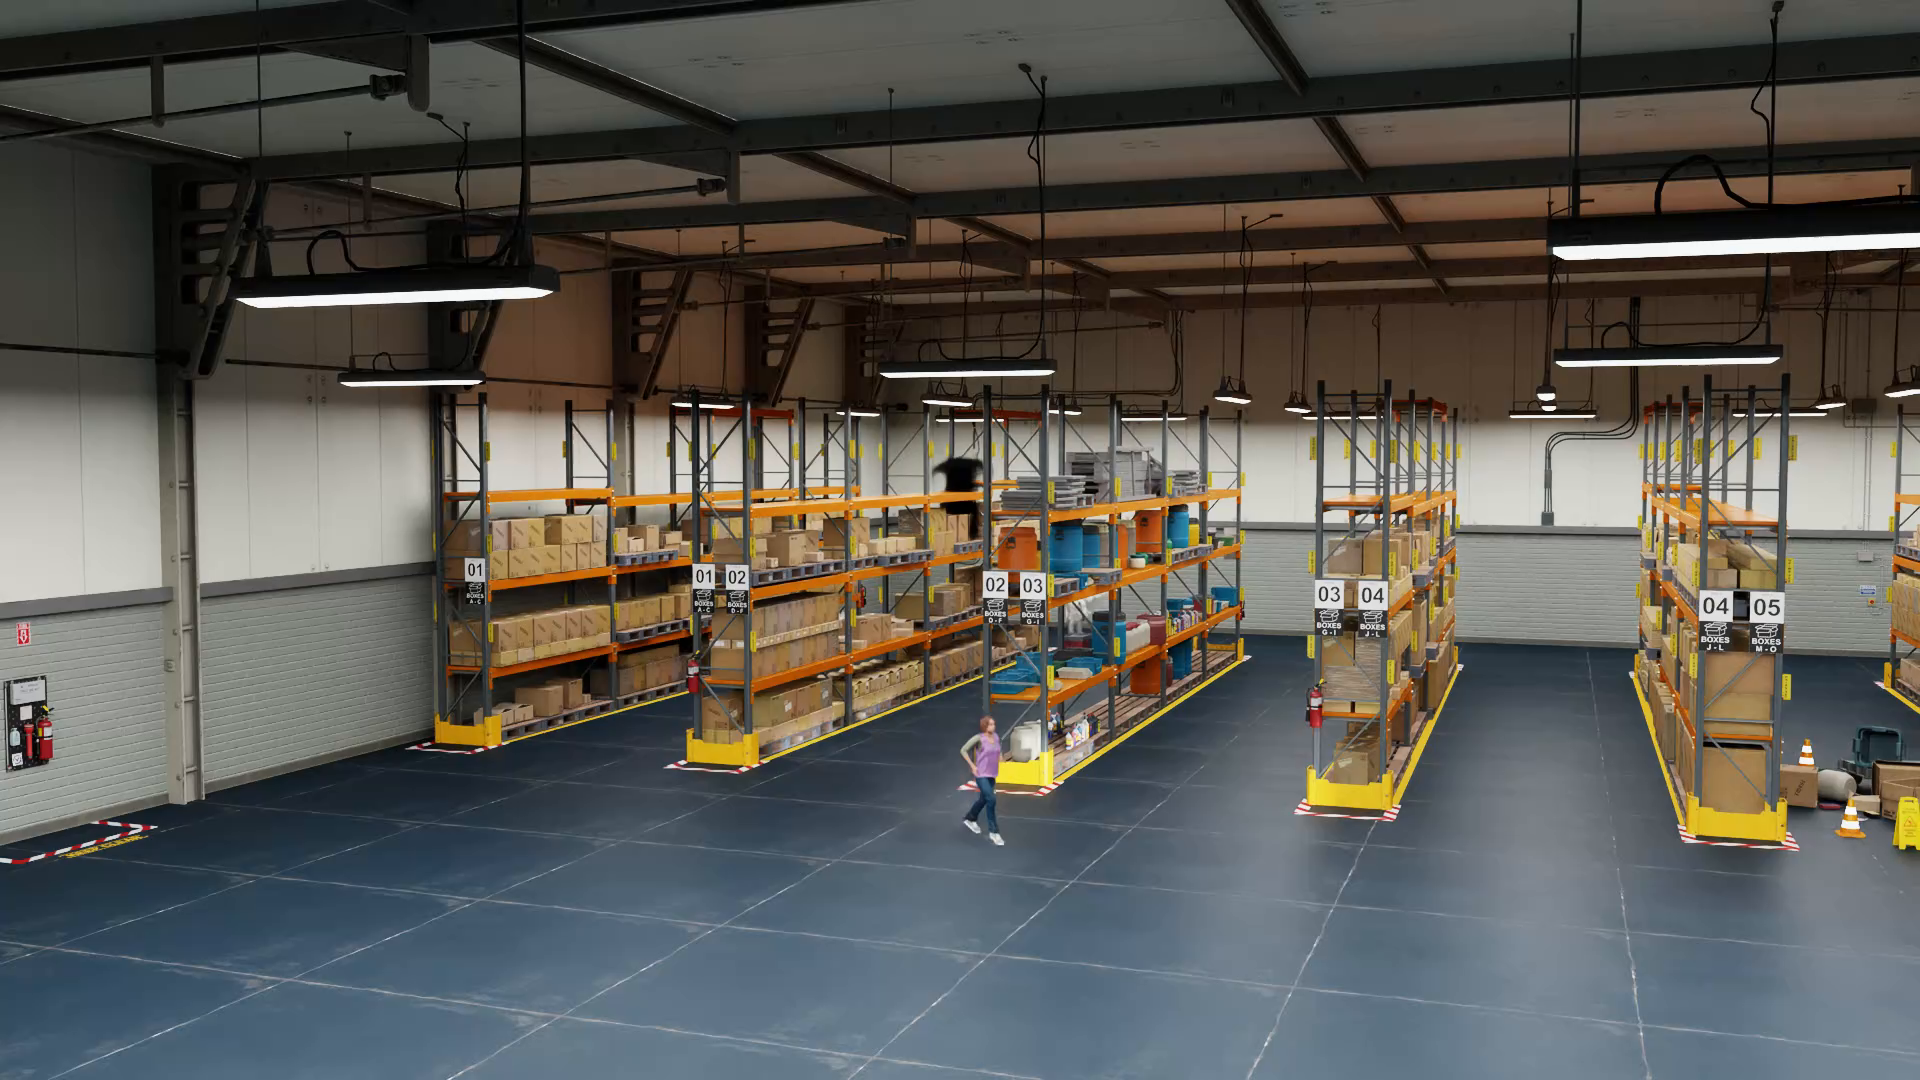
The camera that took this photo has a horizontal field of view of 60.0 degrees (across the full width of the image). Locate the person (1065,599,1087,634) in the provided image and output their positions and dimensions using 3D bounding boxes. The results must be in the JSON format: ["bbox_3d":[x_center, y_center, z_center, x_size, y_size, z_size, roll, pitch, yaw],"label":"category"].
[{"bbox_3d":[2.808,2.002,40.538,0.572,1.717,0.694,1,3,12],"label":"person"}]

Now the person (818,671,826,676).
[{"bbox_3d":[-2.969,2.277,35.111,0.713,1.732,0.978,0,3,8],"label":"person"}]

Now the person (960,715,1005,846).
[{"bbox_3d":[0.312,3.056,21.370,0.550,1.624,0.767,-3,4,-44],"label":"person"}]
